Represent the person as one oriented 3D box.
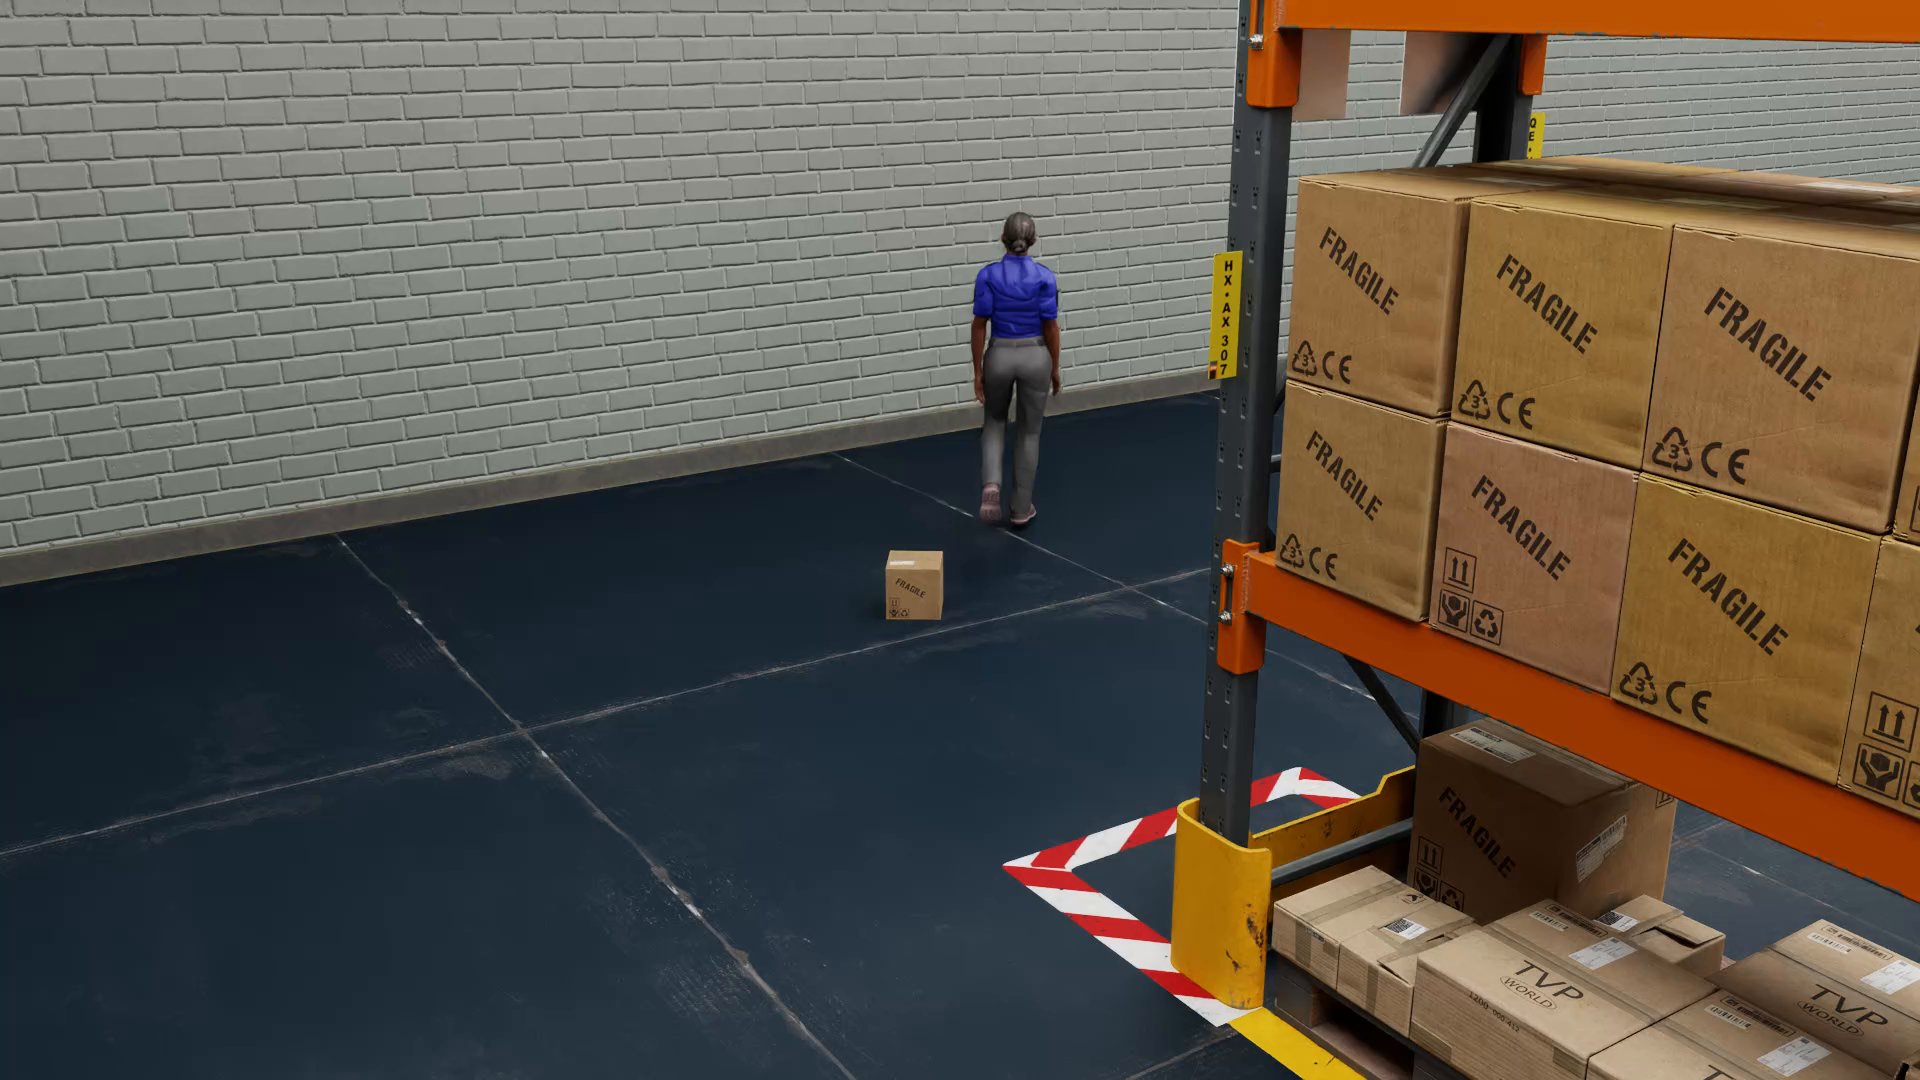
[{"bbox_3d":[0.299,-0.893,8.736,0.452,1.664,0.430,3,18,9],"label":"person"}]
